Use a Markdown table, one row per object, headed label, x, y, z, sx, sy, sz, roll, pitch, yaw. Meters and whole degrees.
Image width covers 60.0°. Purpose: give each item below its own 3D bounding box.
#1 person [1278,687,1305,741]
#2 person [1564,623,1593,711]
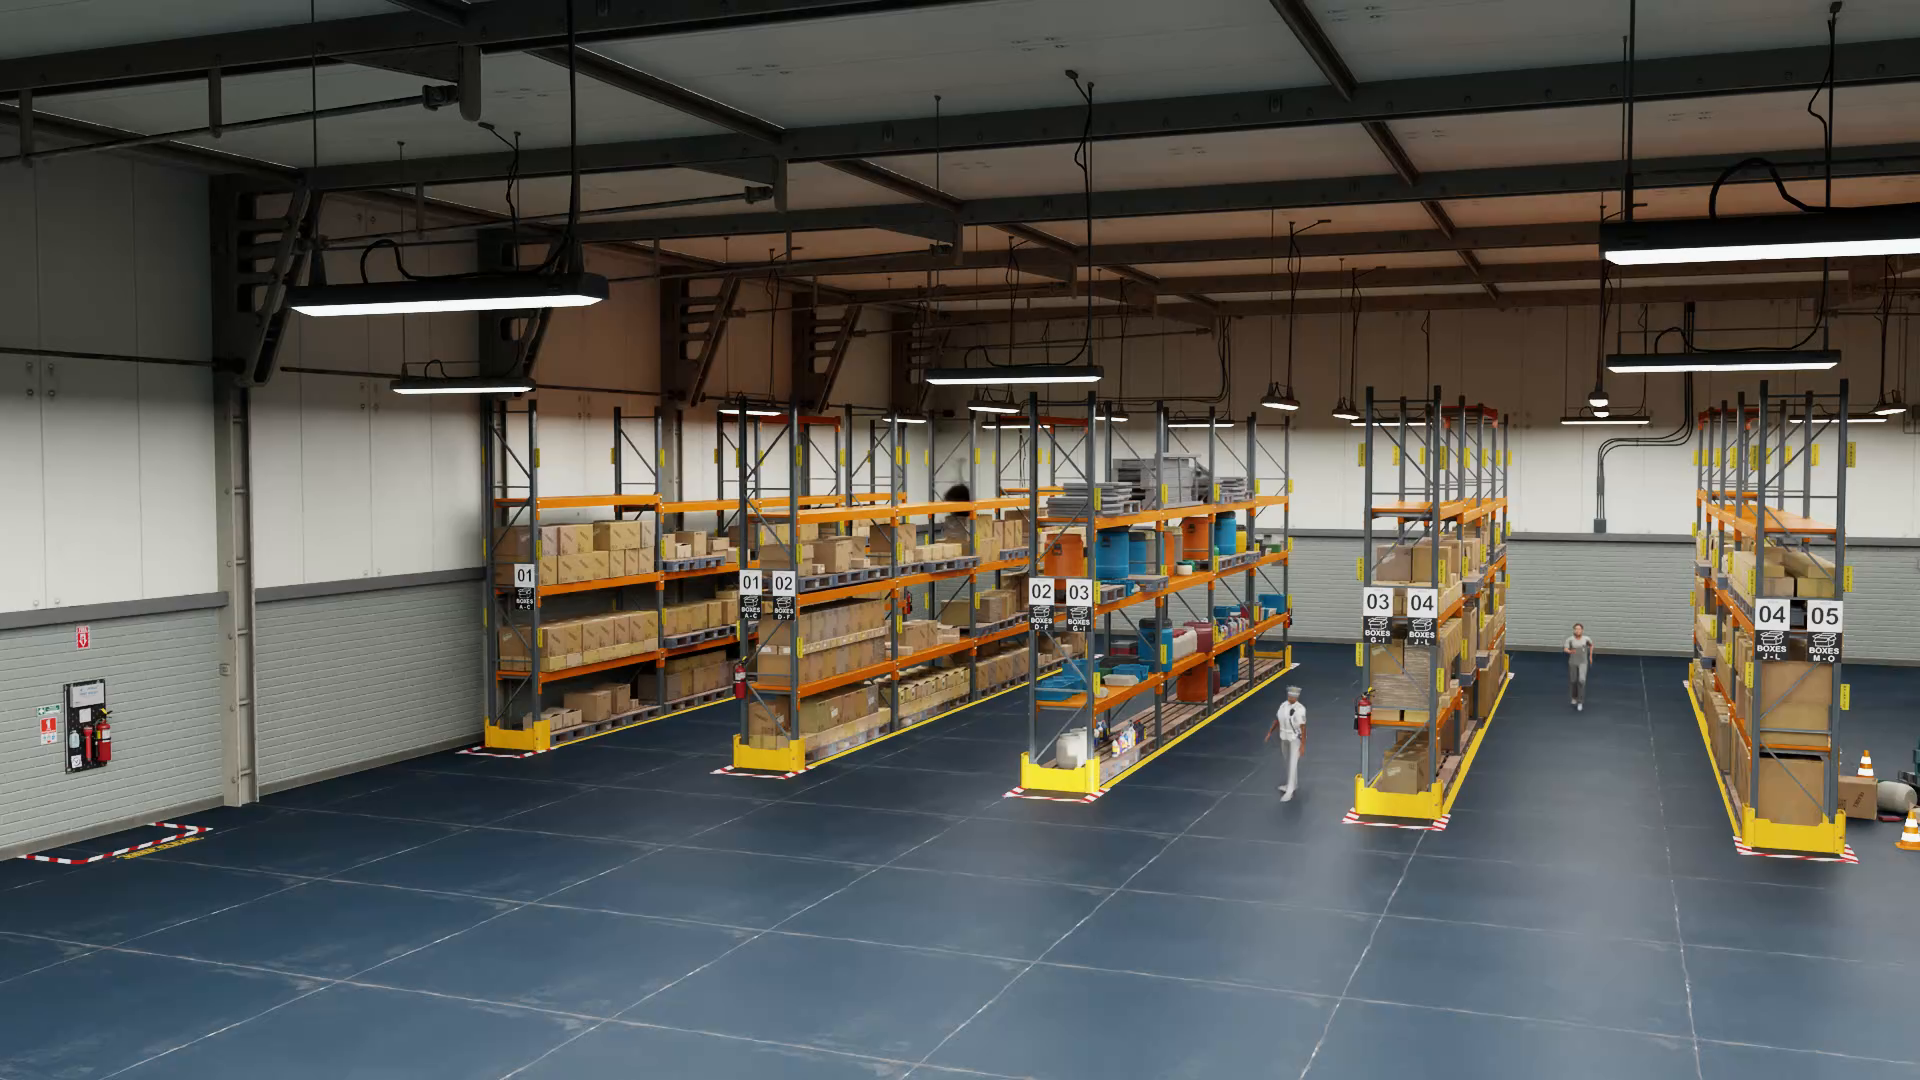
| label | x | y | z | sx | sy | sz | roll | pitch | yaw |
| --- | --- | --- | --- | --- | --- | --- | --- | --- | --- |
| person | 4.893 | 2.553 | 24.541 | 0.374 | 0.808 | 0.426 | -2 | 4 | -38 |
| person | 12.370 | 2.516 | 33.276 | 0.554 | 1.718 | 0.853 | 1 | 3 | 20 |
